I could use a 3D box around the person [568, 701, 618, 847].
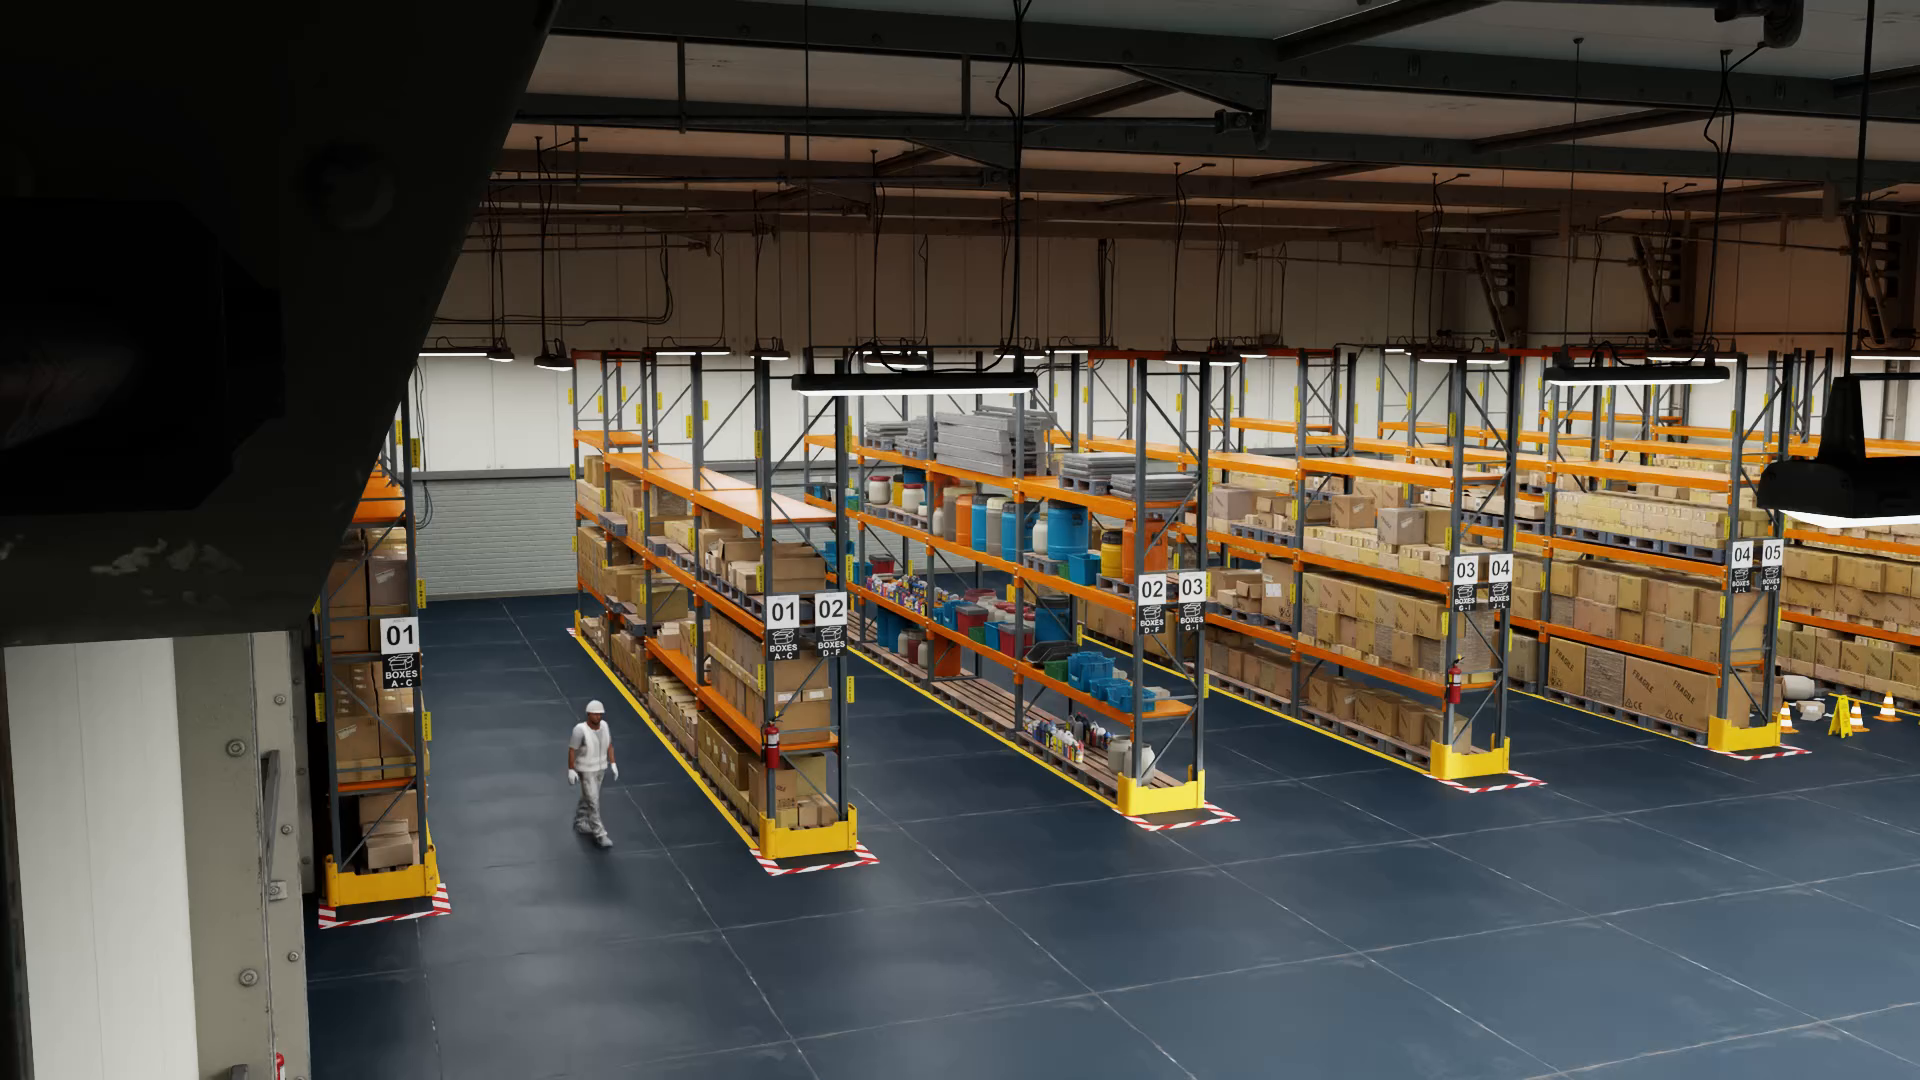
[{"bbox_3d":[-4.554,2.865,20.780,0.944,1.736,0.576,4,8,32],"label":"person"}]

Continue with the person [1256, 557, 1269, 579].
[{"bbox_3d":[6.391,1.158,34.934,0.709,1.683,0.705,-1,7,-12],"label":"person"}]
